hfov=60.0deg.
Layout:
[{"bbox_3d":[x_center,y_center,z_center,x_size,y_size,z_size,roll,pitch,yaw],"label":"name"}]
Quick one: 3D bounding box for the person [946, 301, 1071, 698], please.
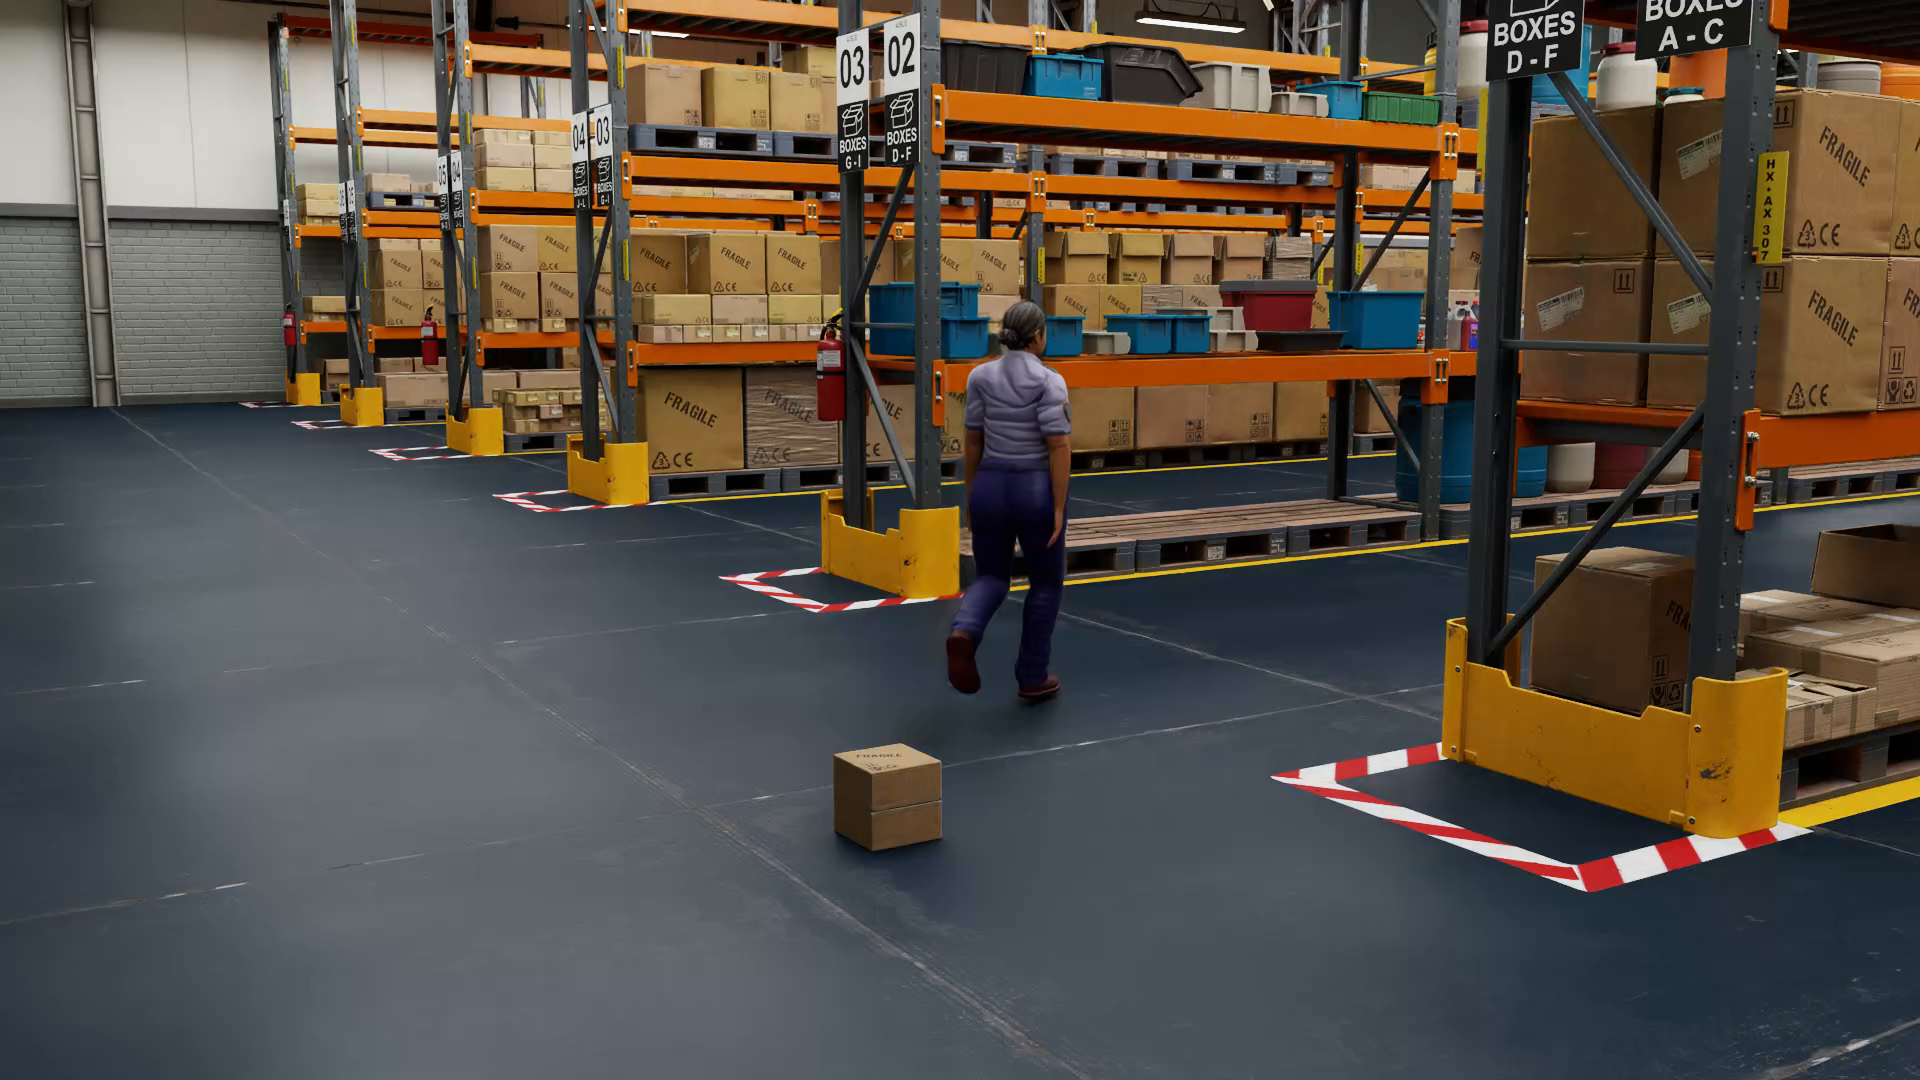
[{"bbox_3d":[0.215,-0.147,6.751,0.505,1.630,0.630,4,9,27],"label":"person"}]
